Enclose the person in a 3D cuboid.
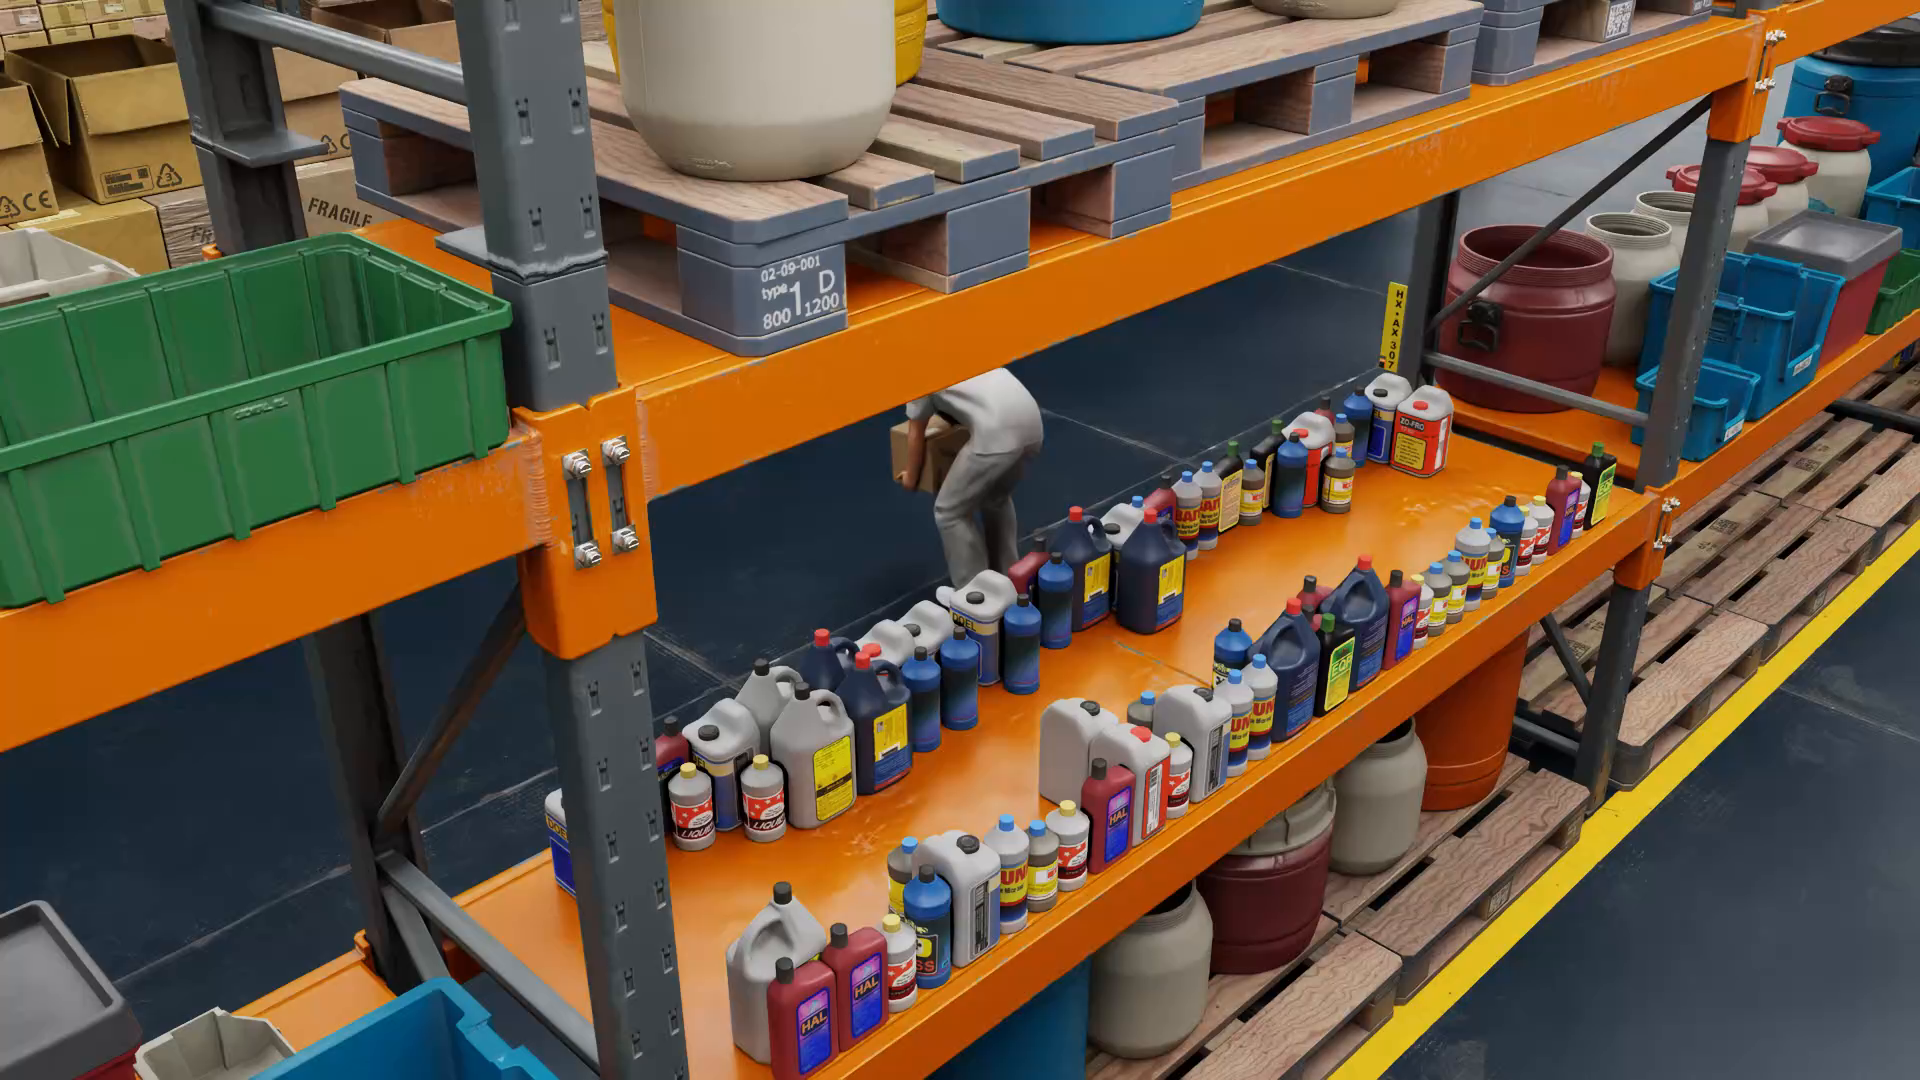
[{"bbox_3d":[-0.010,-0.341,7.177,0.801,1.296,0.415,23,36,37],"label":"person"}]
